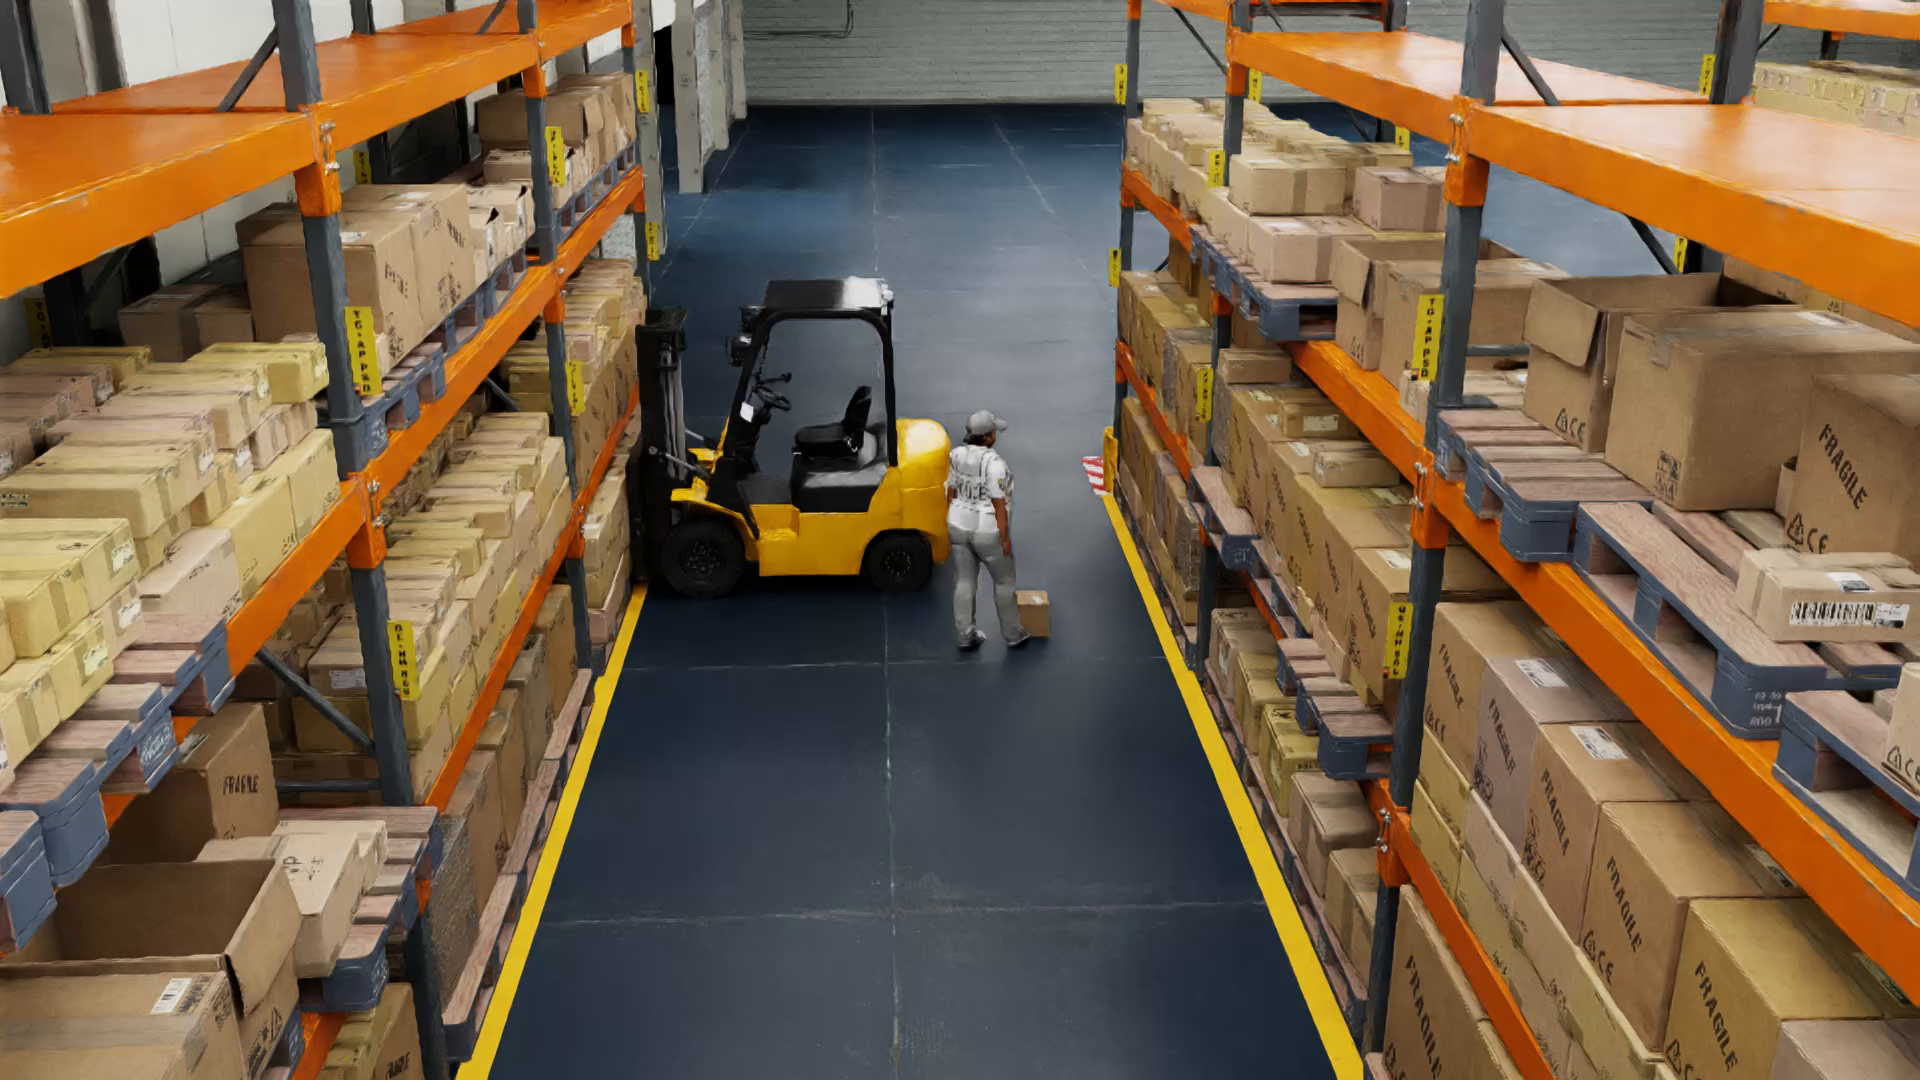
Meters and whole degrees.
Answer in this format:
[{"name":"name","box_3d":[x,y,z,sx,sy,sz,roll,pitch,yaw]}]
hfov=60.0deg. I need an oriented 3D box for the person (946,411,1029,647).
[{"name":"person","box_3d":[0.189,-0.081,11.274,0.495,1.669,0.539,16,26,36]}]
